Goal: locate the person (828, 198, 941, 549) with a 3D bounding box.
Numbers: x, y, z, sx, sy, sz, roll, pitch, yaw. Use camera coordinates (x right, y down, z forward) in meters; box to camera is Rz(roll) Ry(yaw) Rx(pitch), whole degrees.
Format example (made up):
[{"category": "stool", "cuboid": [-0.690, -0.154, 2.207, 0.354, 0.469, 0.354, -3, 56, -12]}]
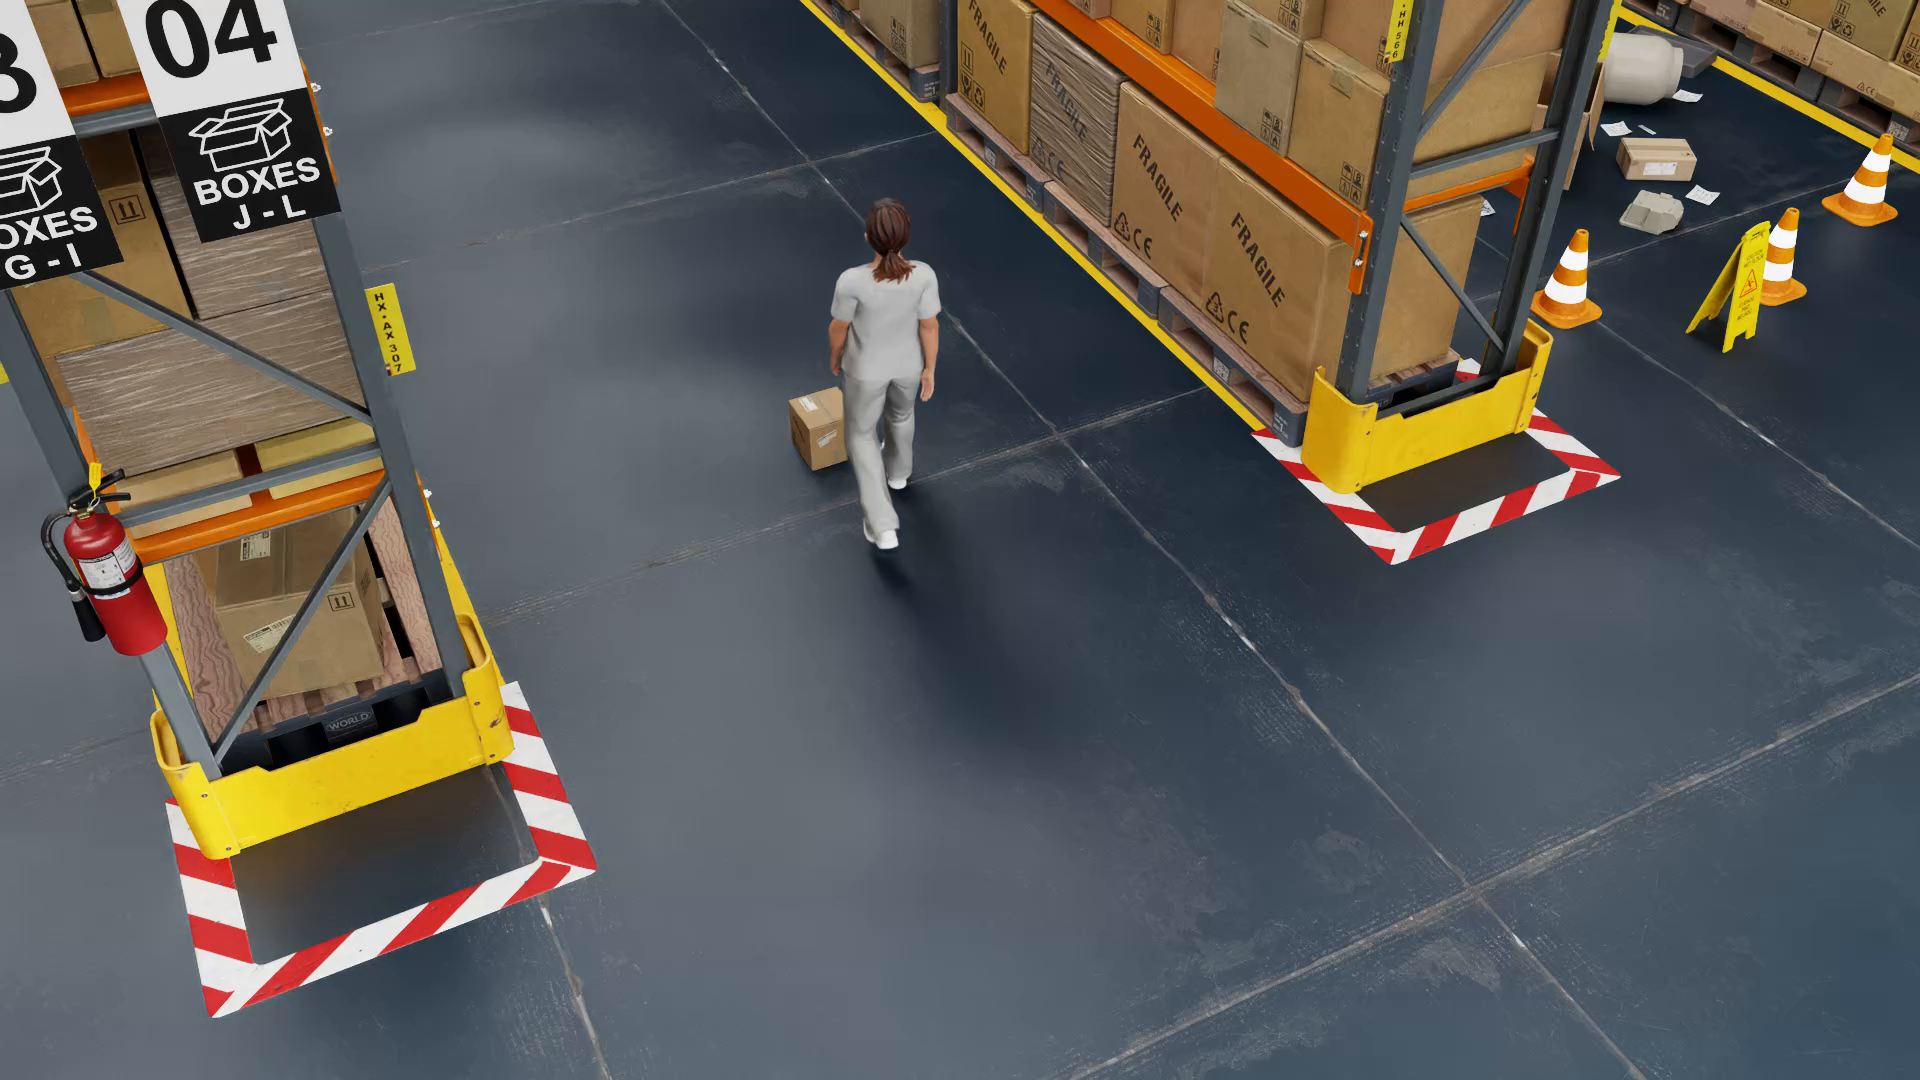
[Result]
[{"category": "person", "cuboid": [-0.327, -0.747, 7.011, 0.446, 1.638, 0.857, -12, 43, -13]}]
